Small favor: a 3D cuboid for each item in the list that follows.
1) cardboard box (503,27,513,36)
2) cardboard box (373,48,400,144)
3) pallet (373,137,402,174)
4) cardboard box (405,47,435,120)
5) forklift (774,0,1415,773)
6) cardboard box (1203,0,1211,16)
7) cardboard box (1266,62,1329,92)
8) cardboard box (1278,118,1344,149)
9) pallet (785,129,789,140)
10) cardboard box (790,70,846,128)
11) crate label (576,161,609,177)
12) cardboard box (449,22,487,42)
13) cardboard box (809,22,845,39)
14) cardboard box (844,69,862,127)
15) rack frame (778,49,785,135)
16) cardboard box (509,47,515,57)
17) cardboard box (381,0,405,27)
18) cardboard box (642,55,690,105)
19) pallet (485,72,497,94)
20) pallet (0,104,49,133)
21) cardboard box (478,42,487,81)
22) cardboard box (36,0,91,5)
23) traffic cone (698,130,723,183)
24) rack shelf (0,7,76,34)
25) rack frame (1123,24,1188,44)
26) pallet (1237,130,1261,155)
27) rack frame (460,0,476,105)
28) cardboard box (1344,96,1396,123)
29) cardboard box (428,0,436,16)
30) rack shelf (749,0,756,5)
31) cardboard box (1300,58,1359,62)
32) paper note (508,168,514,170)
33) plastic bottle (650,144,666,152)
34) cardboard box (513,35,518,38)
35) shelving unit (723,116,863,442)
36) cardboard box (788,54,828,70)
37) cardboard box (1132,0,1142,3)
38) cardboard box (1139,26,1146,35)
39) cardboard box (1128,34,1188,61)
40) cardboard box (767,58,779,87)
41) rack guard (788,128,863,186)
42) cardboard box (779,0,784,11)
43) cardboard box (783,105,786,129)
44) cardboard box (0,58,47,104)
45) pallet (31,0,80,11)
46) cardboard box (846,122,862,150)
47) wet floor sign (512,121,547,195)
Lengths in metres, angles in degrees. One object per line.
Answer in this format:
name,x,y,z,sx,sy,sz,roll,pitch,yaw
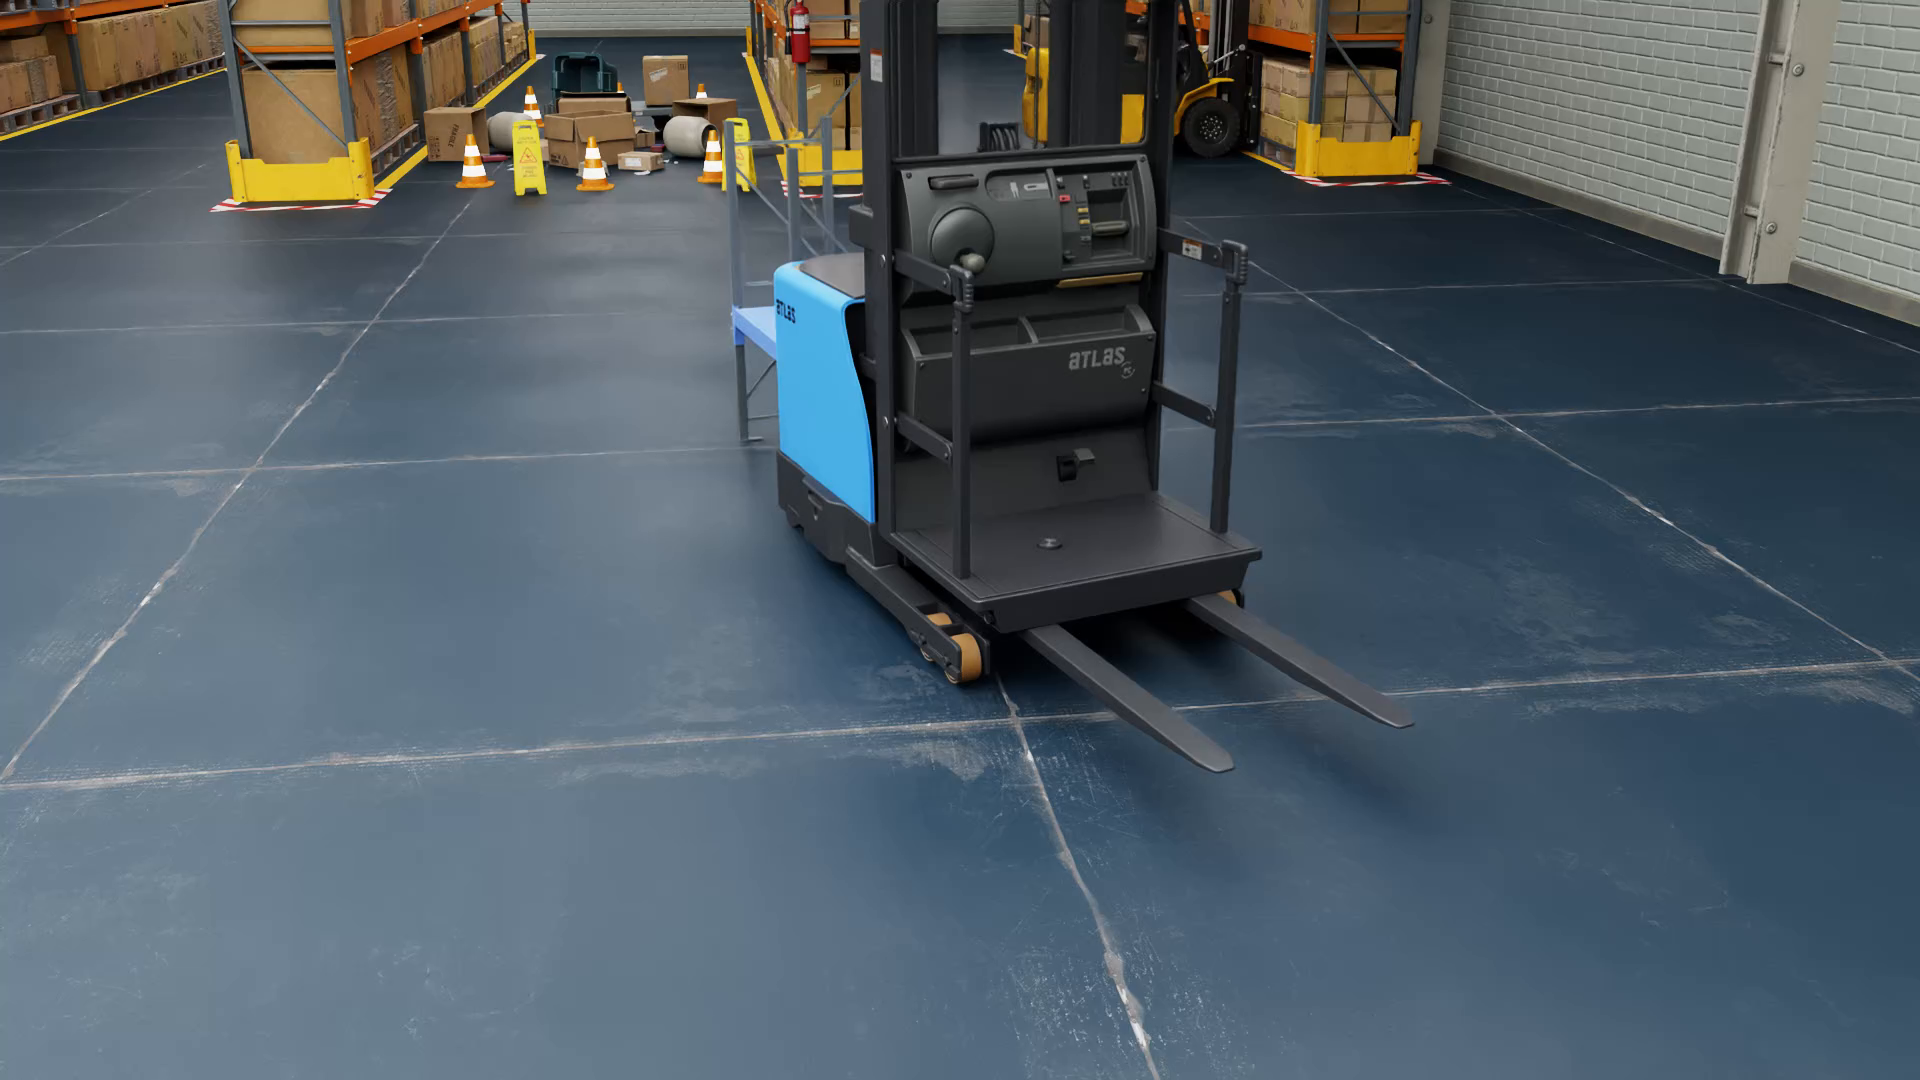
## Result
cardboard box,-7.669,-8.461,27.708,0.380,0.149,0.250,-3,21,-7
cardboard box,-6.316,-4.548,17.042,0.875,0.875,0.875,-3,21,-7
pallet,-6.260,-3.883,16.810,1.003,0.211,1.213,-3,21,-8
cardboard box,-6.650,-5.233,19.054,1.050,0.750,0.750,-3,21,-8
forklift,0.335,-1.075,5.405,1.130,2.935,3.031,-9,22,-24
cardboard box,3.129,-6.296,19.143,0.500,0.500,0.500,-3,21,-9
cardboard box,3.446,-4.728,16.989,0.500,0.250,0.500,-3,21,-7
cardboard box,3.520,-4.086,16.699,0.500,0.250,0.500,-3,21,-7
pallet,-1.456,-4.627,18.803,1.003,0.211,1.213,-3,21,-8
cardboard box,-1.385,-4.303,16.209,0.500,0.500,0.500,-3,21,-7
crate label,-3.574,-3.617,16.206,0.250,0.136,0.298,-15,25,-35
cardboard box,-7.040,-7.240,23.714,0.500,0.250,0.500,-3,21,-7
cardboard box,-1.277,-4.780,15.587,0.380,0.149,0.250,-2,21,-6
cardboard box,-0.858,-4.341,16.309,0.500,0.500,0.500,-4,21,-10
rack frame,-1.588,-6.164,18.933,1.000,3.000,0.127,-3,21,-8
cardboard box,-7.586,-8.100,27.591,0.380,0.149,0.250,-3,21,-9
cardboard box,-6.305,-5.633,17.298,0.875,0.550,0.550,-3,21,-8
cardboard box,-3.345,-5.248,18.970,0.500,0.500,0.500,-3,21,-8
pallet,-7.332,-6.650,24.220,1.003,0.211,1.213,-3,21,-8
pallet,-11.687,-5.051,19.938,1.003,0.211,1.213,-3,21,-8
cardboard box,-6.974,-6.722,23.399,0.500,0.500,0.500,-3,21,-7
cardboard box,-11.772,-7.278,21.773,0.500,0.500,0.500,-2,21,-6
traffic cone,-2.350,-3.675,15.893,0.336,0.463,0.334,-3,21,-8
rack shelf,-11.683,-6.020,19.575,1.077,0.370,4.000,-3,21,-8
rack frame,2.747,-7.801,23.315,1.000,3.000,0.127,-3,21,-8
pallet,3.576,-4.409,18.218,1.003,0.211,1.213,-3,21,-8
rack frame,-7.048,-7.264,21.879,1.000,3.000,0.127,-3,21,-8
cardboard box,4.038,-4.347,16.683,0.500,0.250,0.500,-3,21,-7
cardboard box,-6.355,-6.297,19.145,0.500,0.500,0.500,-3,21,-7
rack shelf,-3.029,-9.289,28.329,1.077,0.370,4.000,-3,21,-8
cardboard box,3.881,-4.930,17.530,0.500,0.250,0.500,-3,21,-8
paper note,-4.435,-3.717,16.627,0.144,0.017,0.142,4,21,11
plastic bottle,-3.258,-4.246,17.998,0.133,0.061,0.283,1,20,2
cardboard box,-7.660,-8.418,28.018,0.380,0.149,0.250,-2,21,-5
shelving unit,-0.641,-1.044,7.369,0.538,1.500,1.048,-8,22,-20
cardboard box,-1.504,-4.731,16.427,0.380,0.149,0.250,-2,21,-6
cardboard box,2.637,-7.390,22.430,0.500,0.250,0.500,-3,21,-9
cardboard box,2.853,-7.502,24.560,0.380,0.149,0.250,-3,21,-7
cardboard box,2.823,-6.668,23.077,0.875,0.625,0.625,-2,21,-6
cardboard box,-2.093,-6.319,22.502,0.950,0.372,0.625,-4,21,-11
rack guard,-1.022,-3.635,15.733,1.175,0.500,0.348,-3,21,-8
cardboard box,-1.645,-5.837,17.489,0.500,0.500,0.500,-3,21,-8
cardboard box,-1.682,-4.671,18.264,0.500,0.250,0.500,-2,21,-5
cardboard box,-11.762,-5.662,20.532,0.700,0.500,0.500,-5,21,-12
pallet,-11.763,-6.718,20.690,1.213,0.211,1.003,-3,21,-8
cardboard box,-0.854,-3.981,16.418,0.500,0.250,0.500,-3,21,-8
wet floor sign,-3.931,-3.482,15.115,0.267,0.644,0.232,-7,21,-17
